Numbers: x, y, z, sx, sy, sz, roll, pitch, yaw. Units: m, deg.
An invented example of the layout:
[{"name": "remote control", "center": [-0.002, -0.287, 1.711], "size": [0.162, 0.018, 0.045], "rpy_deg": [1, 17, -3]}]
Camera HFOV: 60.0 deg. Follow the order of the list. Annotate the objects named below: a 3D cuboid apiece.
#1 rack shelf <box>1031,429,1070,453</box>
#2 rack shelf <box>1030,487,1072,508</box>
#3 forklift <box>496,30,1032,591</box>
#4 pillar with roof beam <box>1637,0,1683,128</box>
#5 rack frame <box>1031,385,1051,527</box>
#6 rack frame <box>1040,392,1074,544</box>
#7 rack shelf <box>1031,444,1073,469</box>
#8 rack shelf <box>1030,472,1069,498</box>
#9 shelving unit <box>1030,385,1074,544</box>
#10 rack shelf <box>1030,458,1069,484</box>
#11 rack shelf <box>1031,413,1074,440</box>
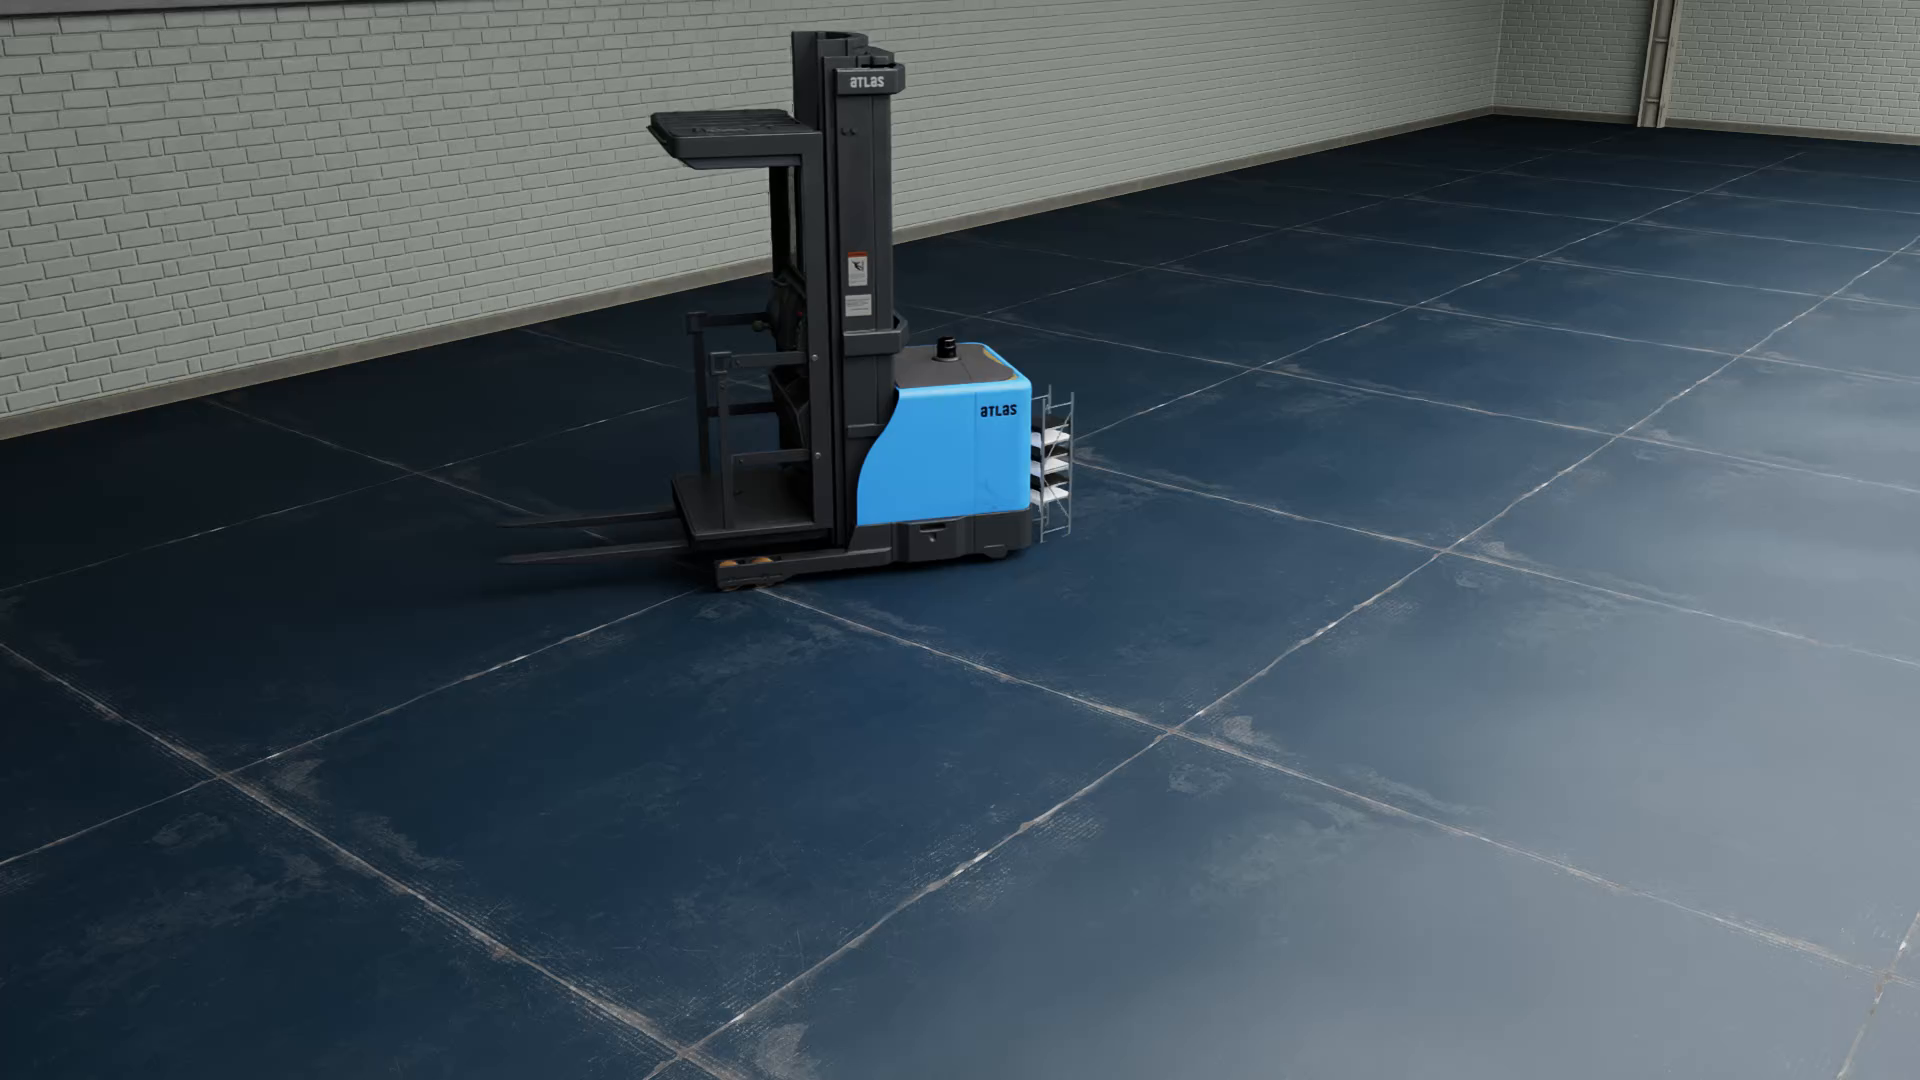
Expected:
[{"name": "rack shelf", "center": [0.513, -0.592, 9.926], "size": [0.258, 0.077, 0.200], "rpy_deg": [-15, 26, -35]}, {"name": "rack shelf", "center": [0.513, -0.255, 10.053], "size": [0.258, 0.077, 0.200], "rpy_deg": [-15, 26, -35]}, {"name": "forklift", "center": [-1.154, -1.293, 9.323], "size": [3.031, 2.935, 1.130], "rpy_deg": [-6, 21, -15]}, {"name": "pillar with roof beam", "center": [9.532, -10.369, 24.791], "size": [0.400, 9.000, 9.100], "rpy_deg": [16, 26, 36]}, {"name": "rack frame", "center": [0.451, -0.483, 10.053], "size": [0.240, 0.900, 0.006], "rpy_deg": [-15, 26, -35]}, {"name": "rack frame", "center": [0.576, -0.427, 9.903], "size": [0.240, 0.900, 0.006], "rpy_deg": [-15, 26, -35]}, {"name": "rack shelf", "center": [0.513, -0.508, 9.958], "size": [0.258, 0.077, 0.200], "rpy_deg": [-15, 26, -35]}, {"name": "rack shelf", "center": [0.513, -0.339, 10.021], "size": [0.258, 0.077, 0.200], "rpy_deg": [-15, 26, -35]}, {"name": "shelving unit", "center": [0.513, -0.455, 9.978], "size": [0.258, 0.900, 0.210], "rpy_deg": [-15, 26, -35]}, {"name": "rack shelf", "center": [0.513, -0.424, 9.990], "size": [0.258, 0.077, 0.200], "rpy_deg": [-15, 26, -35]}, {"name": "rack shelf", "center": [0.513, -0.676, 9.894], "size": [0.258, 0.077, 0.200], "rpy_deg": [-15, 26, -35]}]
